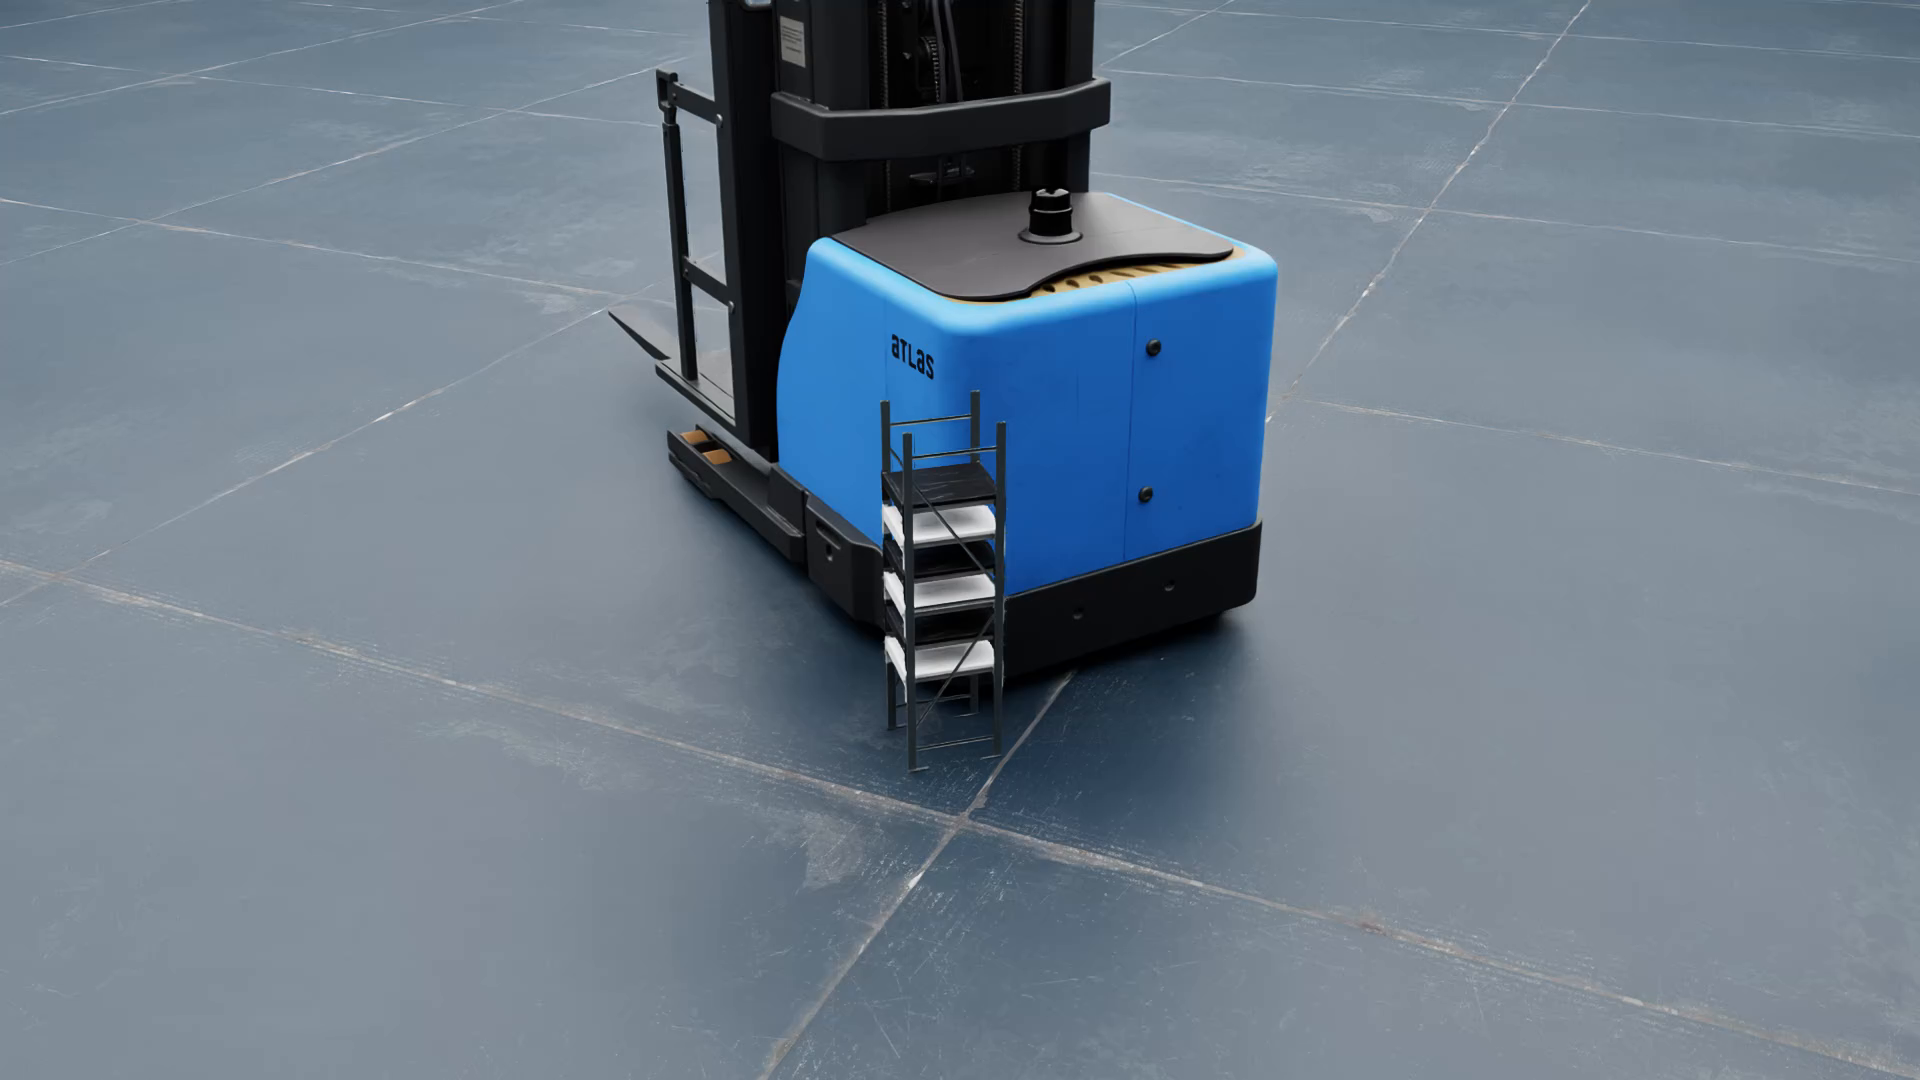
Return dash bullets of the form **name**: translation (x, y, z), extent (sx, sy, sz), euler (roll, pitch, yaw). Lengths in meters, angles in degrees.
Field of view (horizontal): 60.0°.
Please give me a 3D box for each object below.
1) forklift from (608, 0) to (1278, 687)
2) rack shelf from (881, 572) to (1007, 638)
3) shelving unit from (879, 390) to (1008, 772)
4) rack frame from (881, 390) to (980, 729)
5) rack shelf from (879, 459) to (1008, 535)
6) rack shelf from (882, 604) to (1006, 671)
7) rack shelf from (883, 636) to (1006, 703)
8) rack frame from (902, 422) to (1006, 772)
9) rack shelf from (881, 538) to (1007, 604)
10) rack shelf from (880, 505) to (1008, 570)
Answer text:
- **forklift**: translation (-0.337, -1.544, 5.067), extent (1.130, 2.935, 3.031), euler (-15, 30, -27)
- **rack shelf**: translation (-0.041, 0.139, 4.025), extent (0.258, 0.077, 0.200), euler (-7, 27, -15)
- **shelving unit**: translation (-0.041, 0.109, 4.010), extent (0.258, 0.900, 0.210), euler (-7, 27, -15)
- **rack frame**: translation (-0.069, 0.066, 4.097), extent (0.240, 0.900, 0.006), euler (-7, 27, -15)
- **rack shelf**: translation (-0.041, -0.103, 3.905), extent (0.258, 0.077, 0.200), euler (-7, 27, -15)
- **rack shelf**: translation (-0.041, 0.220, 4.064), extent (0.258, 0.077, 0.200), euler (-7, 27, -15)
- **rack shelf**: translation (-0.041, 0.300, 4.104), extent (0.258, 0.077, 0.200), euler (-7, 27, -15)
- **rack frame**: translation (-0.012, 0.152, 3.922), extent (0.240, 0.900, 0.006), euler (-7, 27, -15)
- **rack shelf**: translation (-0.041, 0.058, 3.985), extent (0.258, 0.077, 0.200), euler (-7, 27, -15)
- **rack shelf**: translation (-0.041, -0.023, 3.945), extent (0.258, 0.077, 0.200), euler (-7, 27, -15)
